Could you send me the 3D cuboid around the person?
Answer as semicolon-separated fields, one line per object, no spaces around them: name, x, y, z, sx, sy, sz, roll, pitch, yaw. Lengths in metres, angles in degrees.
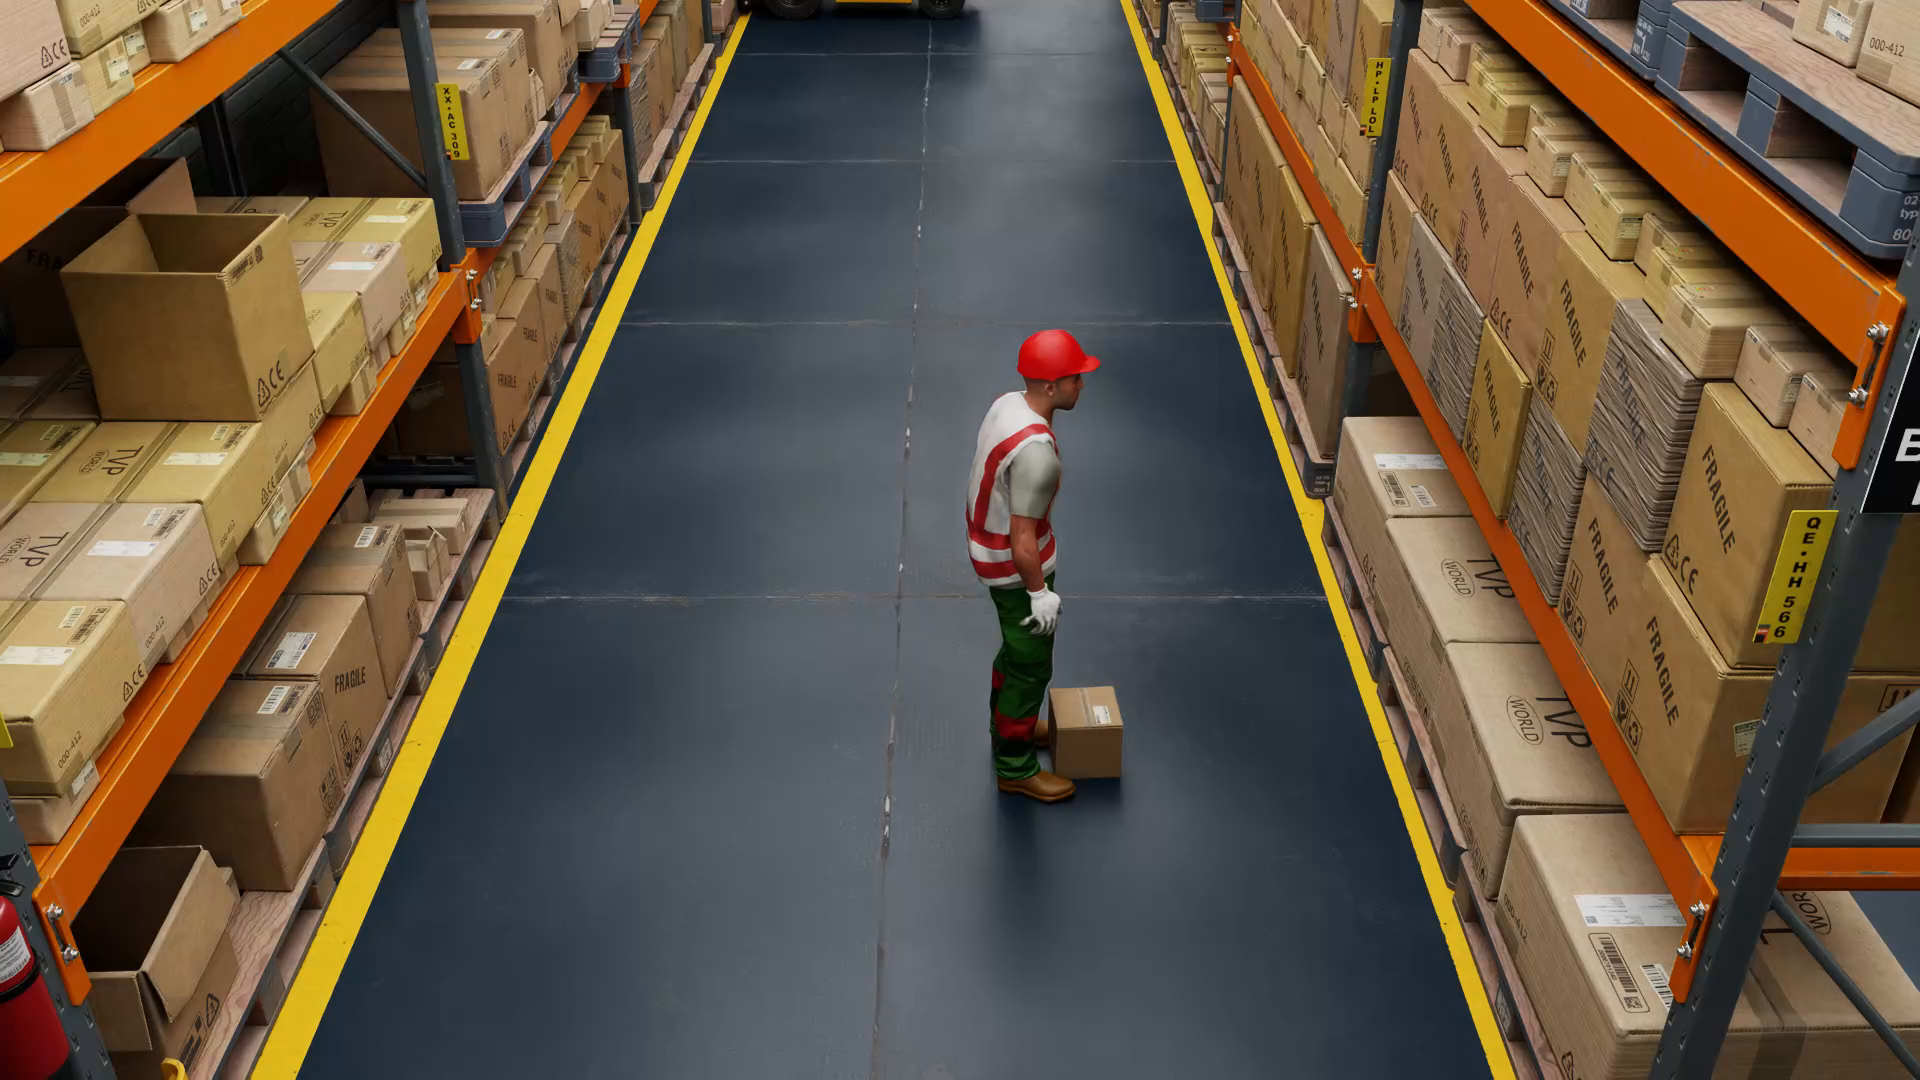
person;0.252;0.091;5.971;0.452;1.778;0.606;0;31;0
